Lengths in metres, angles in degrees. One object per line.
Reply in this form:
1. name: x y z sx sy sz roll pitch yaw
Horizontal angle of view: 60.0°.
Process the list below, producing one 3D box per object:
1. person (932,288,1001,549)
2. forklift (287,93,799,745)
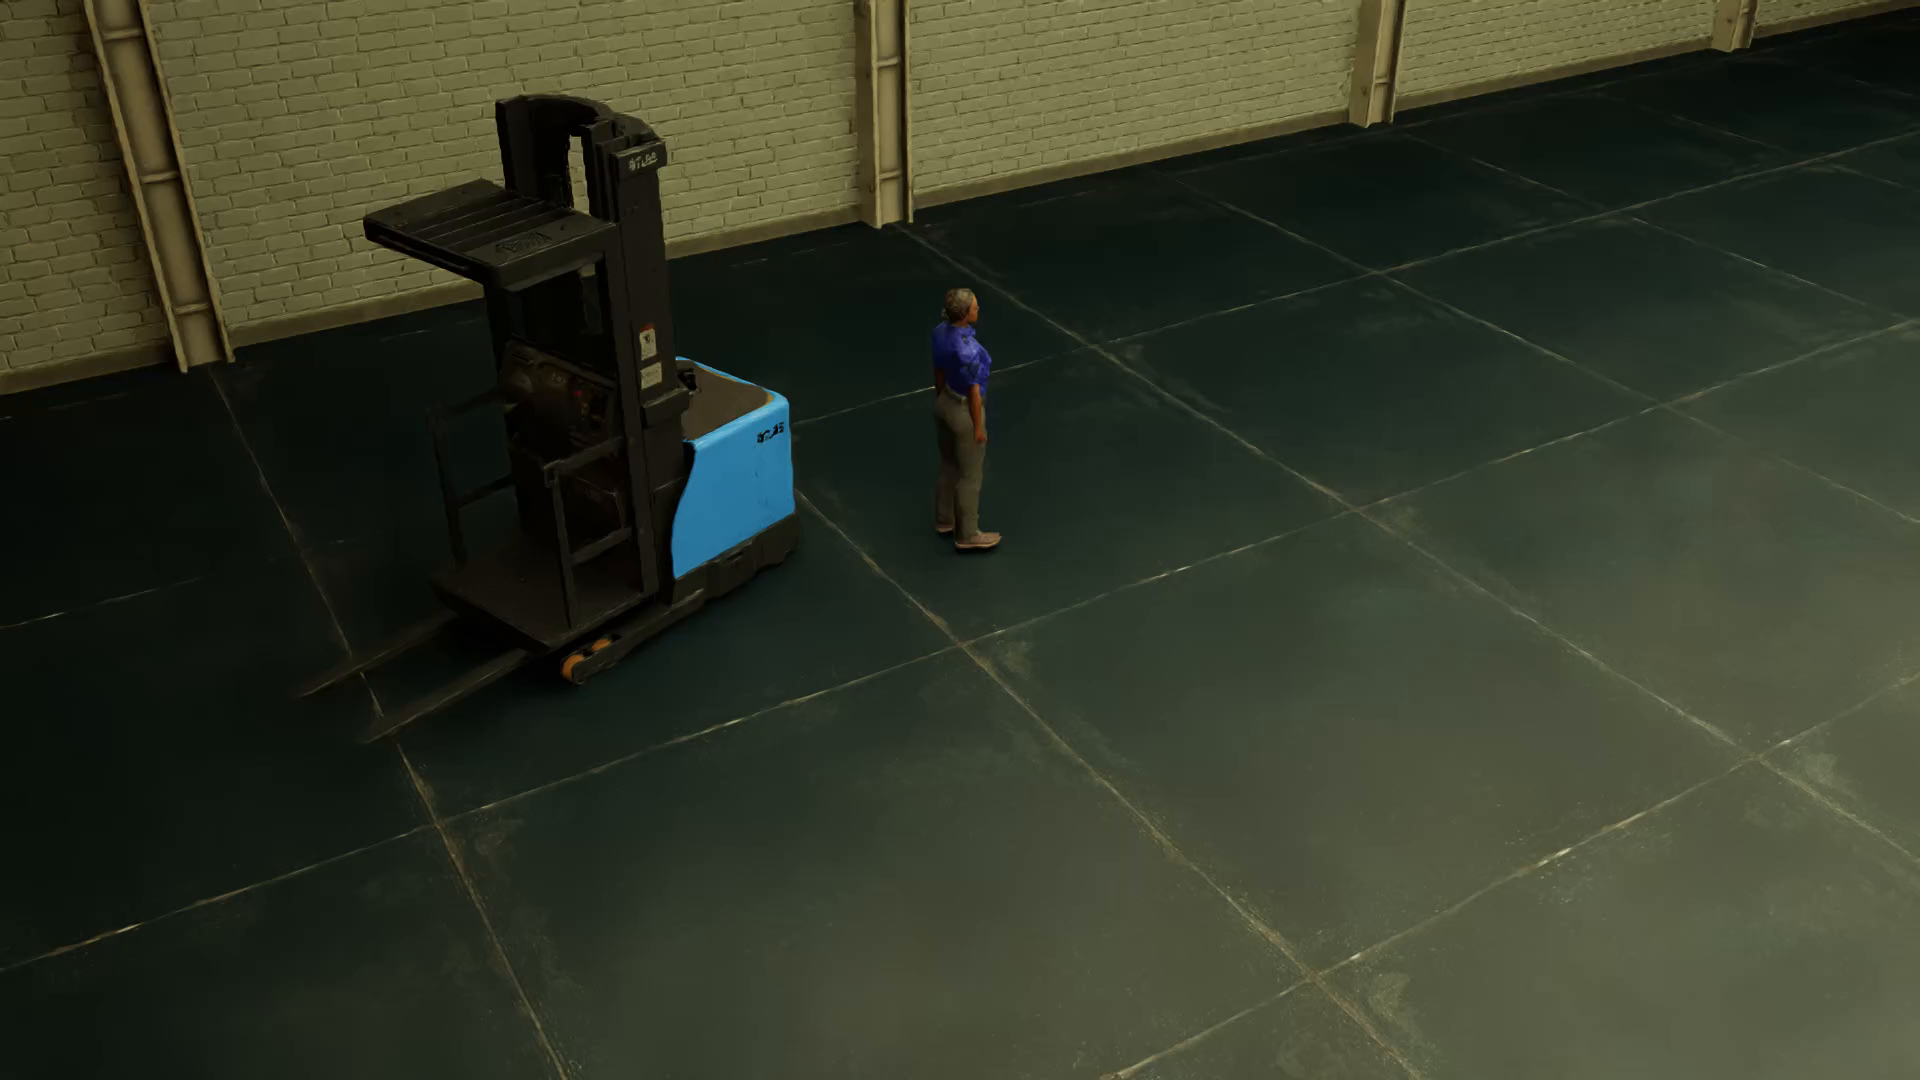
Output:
1. person: 0.024 -0.748 10.060 0.320 1.662 0.446 -17 35 -26
2. forklift: -2.316 -0.752 8.903 1.130 2.935 3.031 23 38 33
